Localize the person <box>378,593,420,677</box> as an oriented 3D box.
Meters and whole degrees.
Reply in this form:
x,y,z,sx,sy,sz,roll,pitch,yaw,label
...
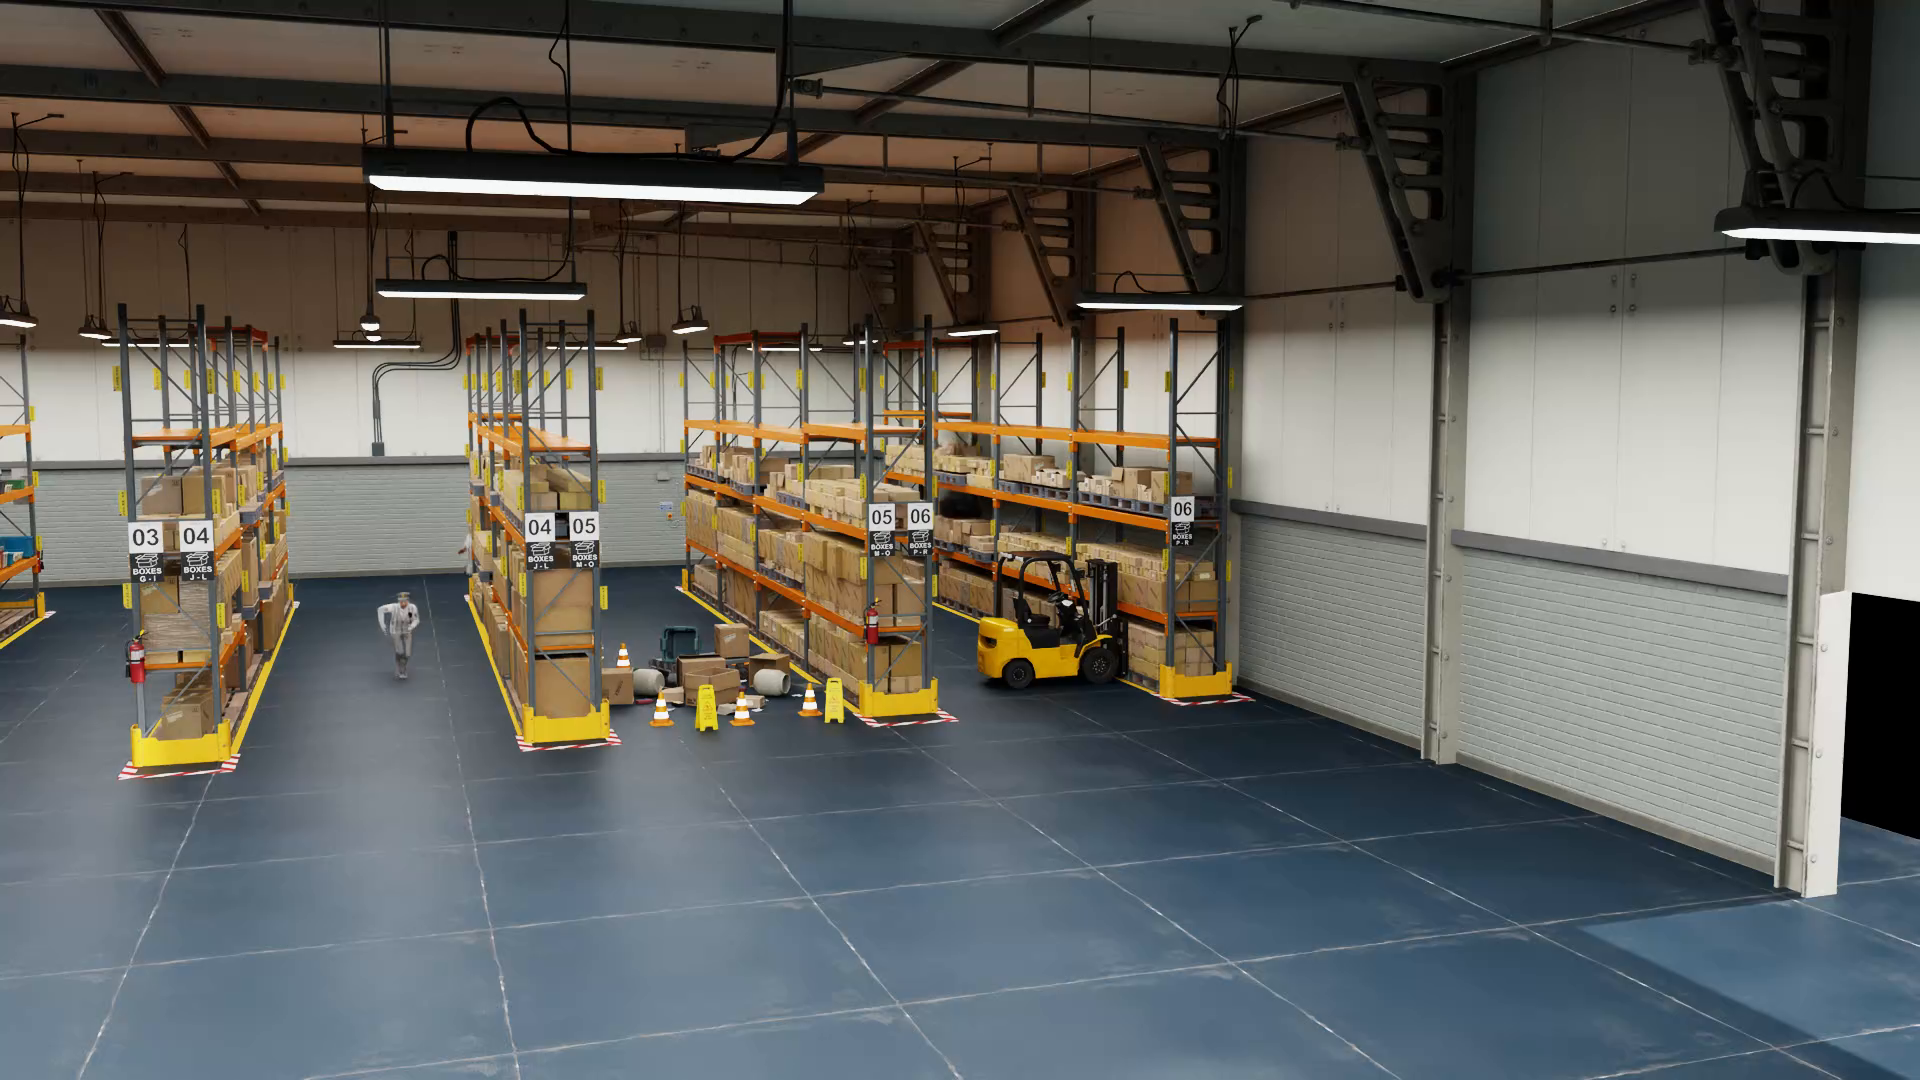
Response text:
x,y,z,sx,sy,sz,roll,pitch,yaw,label
-9.439,1.607,27.989,0.646,1.498,0.828,-3,6,-28,person

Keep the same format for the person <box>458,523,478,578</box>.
x,y,z,sx,sy,sz,roll,pitch,yaw,label
-11.476,0.412,39.230,0.682,1.716,0.701,4,7,40,person
